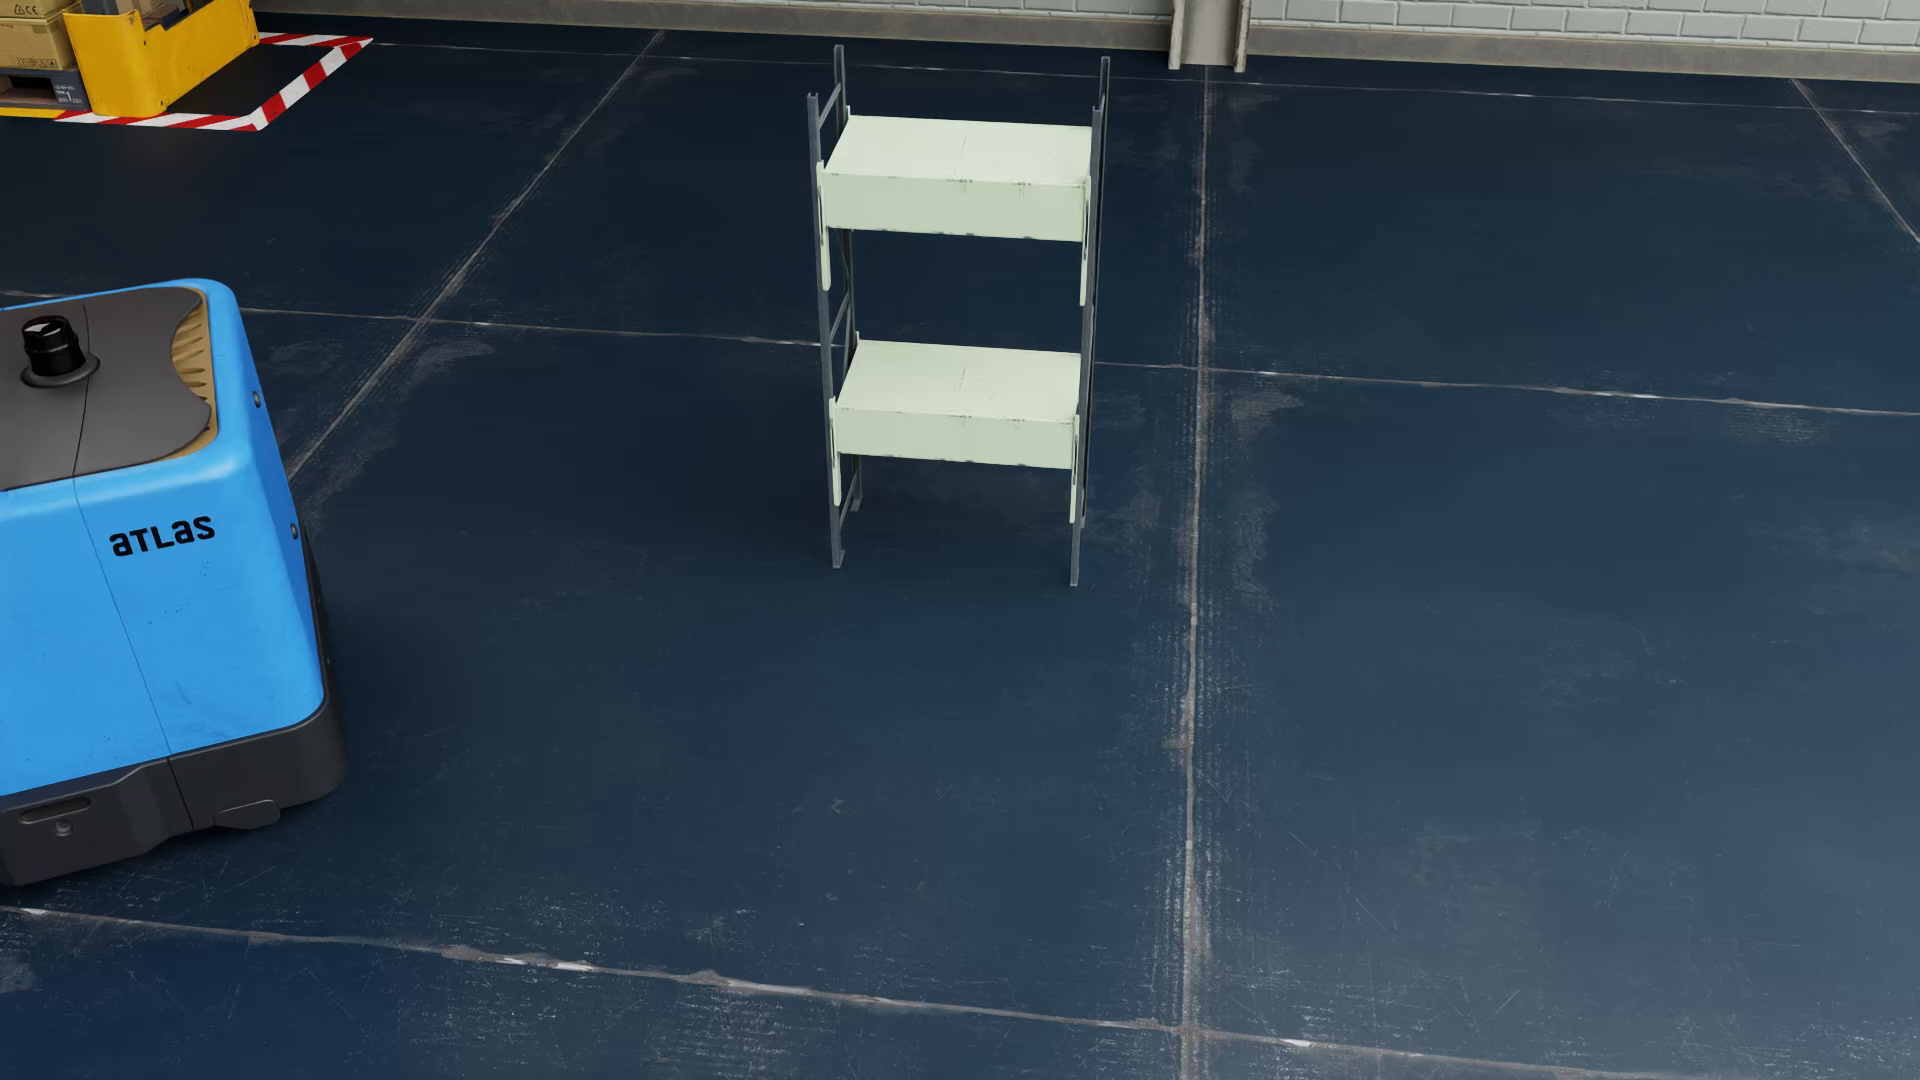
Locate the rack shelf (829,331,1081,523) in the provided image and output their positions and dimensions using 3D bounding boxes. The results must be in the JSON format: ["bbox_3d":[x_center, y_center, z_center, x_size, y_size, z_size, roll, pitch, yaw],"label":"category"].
[{"bbox_3d":[0.007,-0.345,5.003,0.720,0.370,0.431,4,36,6],"label":"rack shelf"}]

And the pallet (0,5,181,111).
[{"bbox_3d":[-4.833,-2.533,8.618,1.213,0.211,1.003,4,36,6],"label":"pallet"}]

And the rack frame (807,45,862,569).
[{"bbox_3d":[-0.356,-0.637,4.852,0.023,1.500,0.400,4,36,6],"label":"rack frame"}]

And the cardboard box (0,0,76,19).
[{"bbox_3d":[-4.592,-2.747,8.092,0.500,0.250,0.500,4,36,5],"label":"cardboard box"}]

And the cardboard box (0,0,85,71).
[{"bbox_3d":[-4.575,-2.540,8.233,0.500,0.250,0.500,5,36,6],"label":"cardboard box"}]

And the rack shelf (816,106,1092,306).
[{"bbox_3d":[0.007,-0.928,4.587,0.720,0.370,0.431,4,36,6],"label":"rack shelf"}]

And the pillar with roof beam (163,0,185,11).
[{"bbox_3d":[-5.193,-4.168,3.344,0.400,9.000,9.100,4,36,6],"label":"pillar with roof beam"}]

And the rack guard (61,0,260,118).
[{"bbox_3d":[-4.045,-2.617,8.486,0.348,0.500,1.175,4,36,6],"label":"rack guard"}]

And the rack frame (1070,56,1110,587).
[{"bbox_3d":[0.370,-0.583,4.776,0.023,1.500,0.400,4,36,6],"label":"rack frame"}]

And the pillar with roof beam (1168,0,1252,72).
[{"bbox_3d":[0.758,-3.724,2.722,0.400,9.000,9.100,4,36,6],"label":"pillar with roof beam"}]

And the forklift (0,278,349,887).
[{"bbox_3d":[-3.145,-0.446,3.352,3.031,2.935,1.130,-13,38,-18],"label":"forklift"}]

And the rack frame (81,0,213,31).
[{"bbox_3d":[-4.069,-3.636,7.762,0.127,3.000,1.000,4,36,6],"label":"rack frame"}]

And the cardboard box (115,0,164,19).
[{"bbox_3d":[-4.531,-2.837,8.648,0.500,0.250,0.500,4,36,6],"label":"cardboard box"}]

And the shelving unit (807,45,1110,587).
[{"bbox_3d":[0.007,-0.610,4.814,0.755,1.500,0.431,4,36,6],"label":"shelving unit"}]
